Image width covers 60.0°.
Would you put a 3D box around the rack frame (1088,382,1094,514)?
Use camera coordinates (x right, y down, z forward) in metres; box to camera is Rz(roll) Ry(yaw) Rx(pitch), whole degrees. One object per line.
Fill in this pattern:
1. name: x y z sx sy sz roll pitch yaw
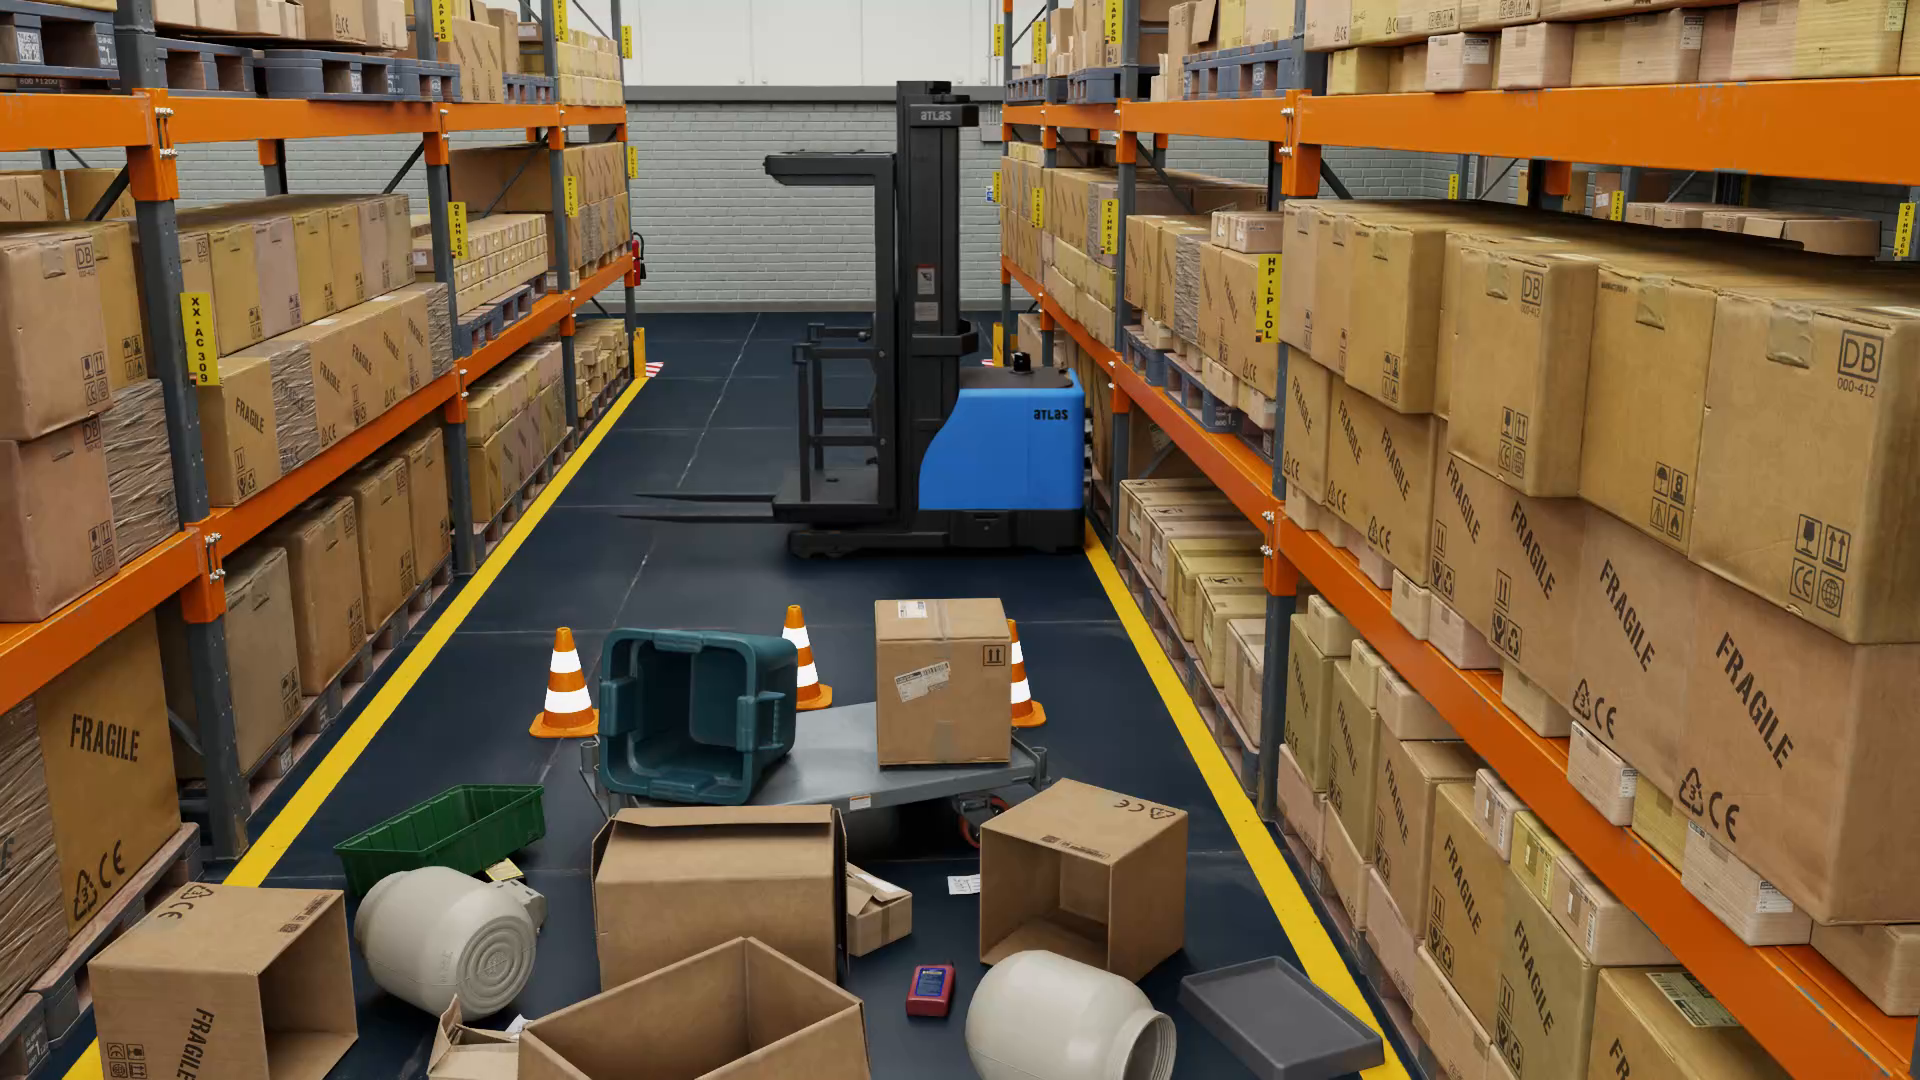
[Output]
1. rack frame: 0.925 -0.647 11.735 0.006 0.900 0.240 0 14 0

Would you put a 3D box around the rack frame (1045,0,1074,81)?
1. rack frame: 1.207 -5.237 13.321 1.000 3.000 0.127 -1 14 -3

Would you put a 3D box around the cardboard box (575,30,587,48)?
1. cardboard box: -3.537 -4.449 14.776 0.380 0.149 0.250 0 14 -1

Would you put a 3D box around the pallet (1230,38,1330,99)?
1. pallet: 1.771 -1.859 6.588 1.213 0.211 1.003 -1 14 -3

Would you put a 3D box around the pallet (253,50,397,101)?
1. pallet: -3.314 -2.159 7.757 1.003 0.211 1.213 0 14 -1

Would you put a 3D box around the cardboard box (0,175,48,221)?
1. cardboard box: -8.518 -2.988 14.819 0.500 0.500 0.500 -1 14 -5

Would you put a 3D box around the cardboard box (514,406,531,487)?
1. cardboard box: -3.340 -0.660 11.747 0.500 0.500 0.500 -1 14 -5

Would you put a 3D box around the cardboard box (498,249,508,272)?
1. cardboard box: -3.411 -1.972 11.734 0.380 0.149 0.250 0 14 -1

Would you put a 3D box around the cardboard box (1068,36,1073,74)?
1. cardboard box: 0.971 -3.463 11.872 0.396 0.266 0.258 0 14 1

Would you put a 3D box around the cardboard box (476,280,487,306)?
1. cardboard box: -3.358 -1.632 11.012 0.380 0.149 0.250 0 14 -1

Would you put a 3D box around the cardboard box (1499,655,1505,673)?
1. cardboard box: 1.639 0.304 4.328 0.380 0.149 0.250 -1 14 -3

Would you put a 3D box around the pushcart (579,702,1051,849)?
1. pushcart: -0.570 0.976 6.477 1.648 0.377 0.936 -6 16 -23

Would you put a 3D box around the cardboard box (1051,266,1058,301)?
1. cardboard box: 1.004 -2.017 13.146 0.500 0.250 0.500 -1 14 -5

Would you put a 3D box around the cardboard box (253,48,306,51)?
1. cardboard box: -3.654 -2.713 8.667 0.500 0.311 0.500 -1 14 -3

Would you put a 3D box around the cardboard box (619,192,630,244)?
1. cardboard box: -3.690 -3.309 17.072 0.500 0.500 0.500 -1 14 -2

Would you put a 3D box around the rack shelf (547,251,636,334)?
1. rack shelf: -3.851 -2.379 15.696 1.077 0.370 4.000 -1 14 -3

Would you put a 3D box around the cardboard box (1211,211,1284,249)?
1. cardboard box: 1.353 -1.402 7.514 0.380 0.149 0.250 -2 15 -6

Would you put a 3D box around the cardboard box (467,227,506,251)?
1. cardboard box: -3.409 -2.112 11.682 0.380 0.149 0.250 -1 14 -4

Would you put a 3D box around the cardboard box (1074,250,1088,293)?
1. cardboard box: 1.084 -1.877 11.600 0.500 0.250 0.500 -1 14 -5

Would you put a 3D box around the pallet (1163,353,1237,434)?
1. pallet: 1.618 -0.752 8.315 1.003 0.211 1.213 -1 14 -3

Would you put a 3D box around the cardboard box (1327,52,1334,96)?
1. cardboard box: 1.475 -1.591 5.674 0.380 0.149 0.250 -1 14 -4

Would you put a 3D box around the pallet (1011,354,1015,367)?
1. pallet: 1.087 -1.778 17.514 1.003 0.211 1.213 -1 14 -3

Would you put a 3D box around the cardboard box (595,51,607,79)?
1. cardboard box: -3.631 -4.482 15.703 0.500 0.250 0.500 -1 14 -3

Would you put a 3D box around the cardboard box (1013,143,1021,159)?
1. cardboard box: 0.728 -3.885 16.597 0.380 0.149 0.250 -1 14 -5

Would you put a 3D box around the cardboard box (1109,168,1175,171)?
1. cardboard box: 1.485 -2.757 13.514 0.500 0.500 0.500 0 14 -2

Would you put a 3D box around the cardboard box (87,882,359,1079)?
1. cardboard box: -2.111 1.339 4.813 0.500 0.500 0.500 2 15 6

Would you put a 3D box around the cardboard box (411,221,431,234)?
1. cardboard box: -4.112 -2.300 12.412 0.380 0.149 0.250 -1 14 -4

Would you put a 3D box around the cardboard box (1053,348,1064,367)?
1. cardboard box: 1.275 -1.452 14.949 0.875 0.438 0.875 -1 14 -4

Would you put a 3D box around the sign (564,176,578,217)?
1. sign: -3.174 -2.800 13.566 0.100 0.325 0.005 -1 14 -3

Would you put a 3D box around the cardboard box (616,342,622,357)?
1. cardboard box: -3.624 -1.935 16.811 0.380 0.149 0.250 -1 15 -6

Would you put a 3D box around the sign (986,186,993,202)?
1. sign: 0.535 -4.874 23.406 0.327 0.218 0.001 -1 14 -3

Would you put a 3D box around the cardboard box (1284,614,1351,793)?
1. cardboard box: 1.470 0.574 5.946 0.500 0.500 0.500 0 14 -1

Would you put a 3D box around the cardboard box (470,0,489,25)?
1. cardboard box: -3.763 -3.550 11.734 0.797 0.503 0.637 -1 14 -4

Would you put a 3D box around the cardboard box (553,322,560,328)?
1. cardboard box: -4.145 -2.133 16.983 0.380 0.149 0.250 -1 14 -2

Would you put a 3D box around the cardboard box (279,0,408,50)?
1. cardboard box: -3.115 -2.641 8.387 0.500 0.311 0.500 -1 14 -3

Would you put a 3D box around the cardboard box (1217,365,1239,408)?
1. cardboard box: 1.345 -0.677 7.298 0.380 0.149 0.250 -1 14 -4

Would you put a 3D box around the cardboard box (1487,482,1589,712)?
1. cardboard box: 1.588 0.081 3.896 0.500 0.500 0.500 -1 14 -4

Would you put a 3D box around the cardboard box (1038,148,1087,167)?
1. cardboard box: 0.870 -3.250 14.129 0.380 0.149 0.250 -1 14 -5

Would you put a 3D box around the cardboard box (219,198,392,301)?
1. cardboard box: -3.429 -1.530 8.747 0.700 0.500 0.500 -1 14 -4

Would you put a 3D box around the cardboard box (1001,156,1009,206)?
1. cardboard box: 0.705 -3.735 17.317 0.500 0.500 0.500 -1 14 -5

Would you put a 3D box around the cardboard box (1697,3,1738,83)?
1. cardboard box: 1.669 -0.955 3.201 0.380 0.149 0.250 -1 14 -3

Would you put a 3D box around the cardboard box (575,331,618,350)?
1. cardboard box: -3.563 -1.951 16.273 0.380 0.149 0.250 0 14 -1

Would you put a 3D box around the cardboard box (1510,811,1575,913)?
1. cardboard box: 1.538 0.756 3.938 0.380 0.149 0.250 -1 14 -3

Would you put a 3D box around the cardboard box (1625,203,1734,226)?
1. cardboard box: 5.968 -2.537 13.824 0.700 0.500 0.500 -1 14 -2

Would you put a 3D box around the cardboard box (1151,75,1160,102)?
1. cardboard box: 1.305 -2.587 9.545 0.380 0.149 0.250 -1 14 -3

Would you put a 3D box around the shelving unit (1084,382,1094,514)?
1. shelving unit: 0.823 -0.647 11.736 0.210 0.900 0.258 0 14 0

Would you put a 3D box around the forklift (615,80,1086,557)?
1. forklift: -0.711 -1.441 10.745 3.031 2.935 1.130 0 14 0

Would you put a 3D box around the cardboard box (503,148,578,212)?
1. cardboard box: -3.512 -3.023 13.950 0.500 0.500 0.500 -1 14 -2

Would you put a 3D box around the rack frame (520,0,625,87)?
1. rack frame: -3.975 -6.130 16.792 1.000 3.000 0.127 -1 14 -3

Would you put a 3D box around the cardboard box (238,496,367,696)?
1. cardboard box: -3.416 0.253 7.696 1.050 0.750 0.750 -1 14 -3

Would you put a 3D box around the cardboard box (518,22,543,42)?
1. cardboard box: -3.504 -4.121 13.502 0.380 0.149 0.250 -1 14 -4
